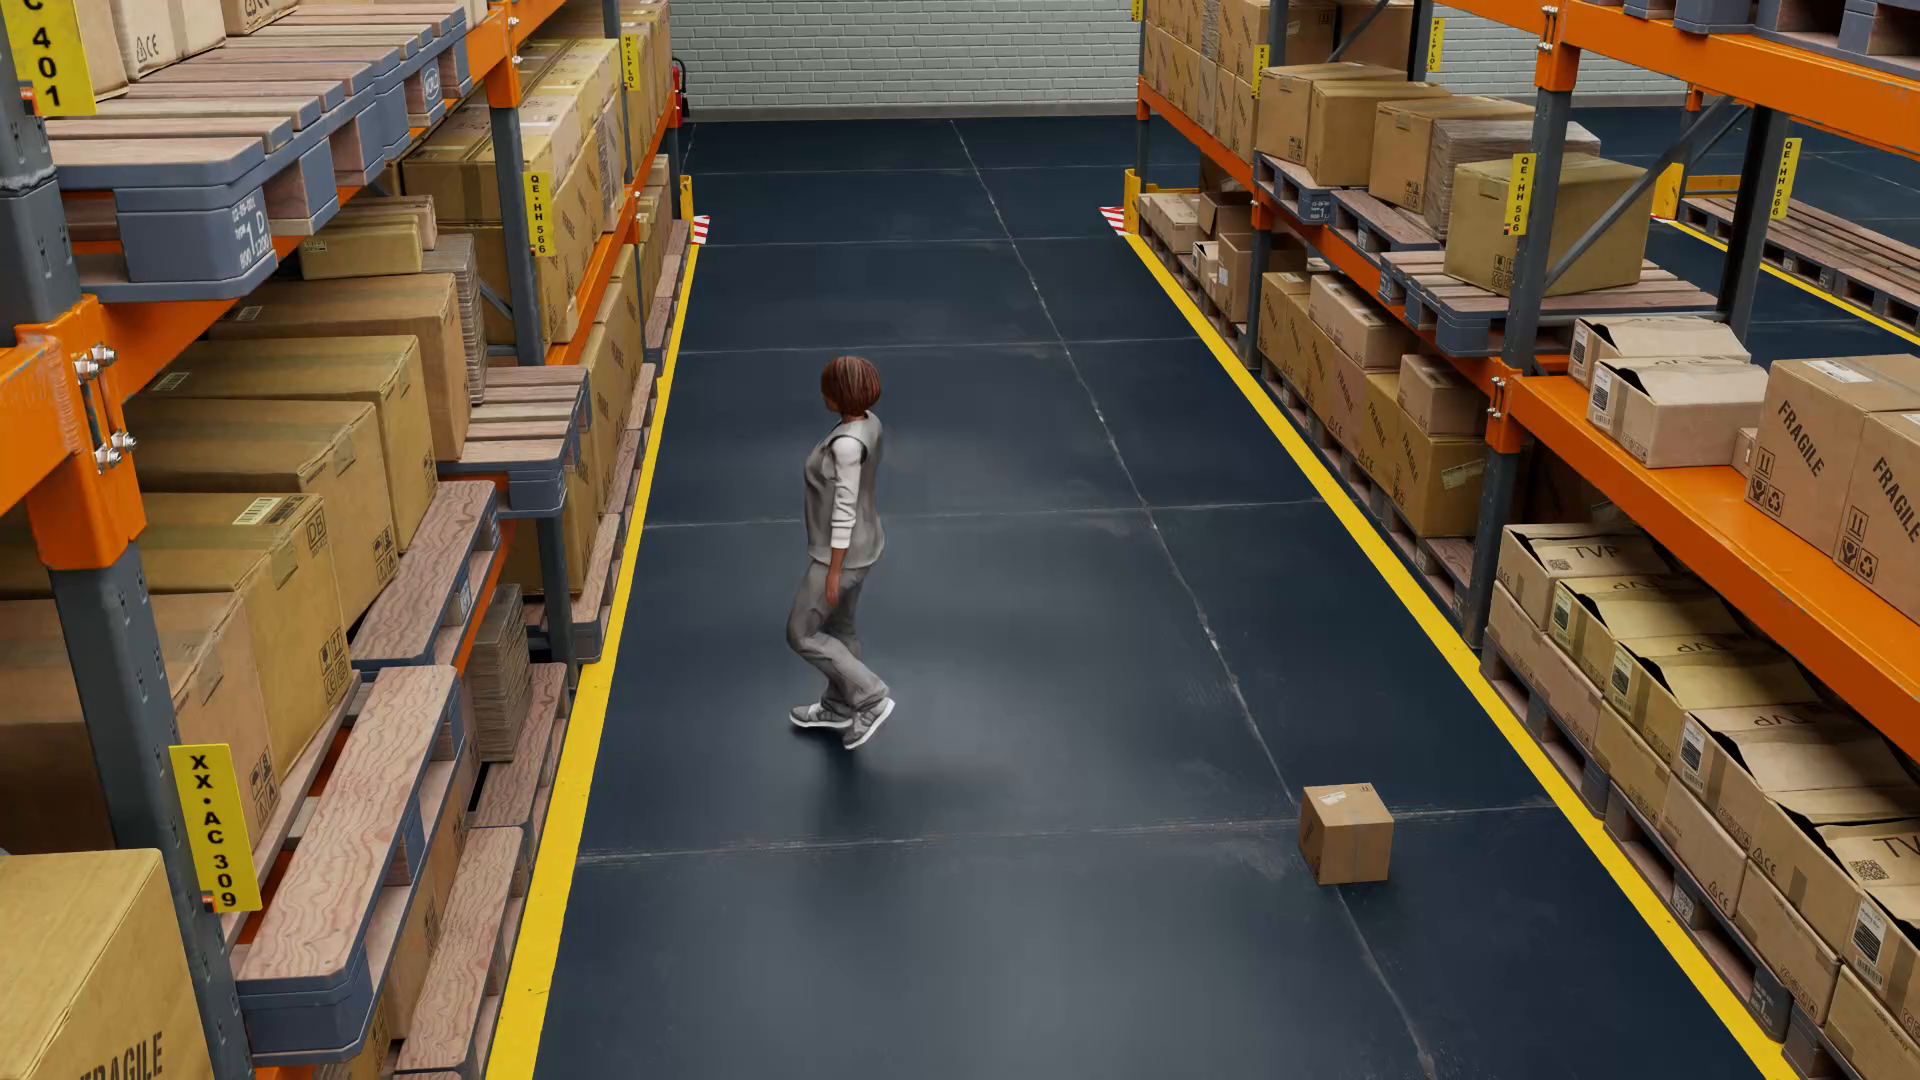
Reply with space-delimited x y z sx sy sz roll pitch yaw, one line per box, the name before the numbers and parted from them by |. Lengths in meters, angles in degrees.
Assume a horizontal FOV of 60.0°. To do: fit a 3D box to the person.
person | -0.477 0.059 6.432 0.475 1.596 0.452 4 24 8
